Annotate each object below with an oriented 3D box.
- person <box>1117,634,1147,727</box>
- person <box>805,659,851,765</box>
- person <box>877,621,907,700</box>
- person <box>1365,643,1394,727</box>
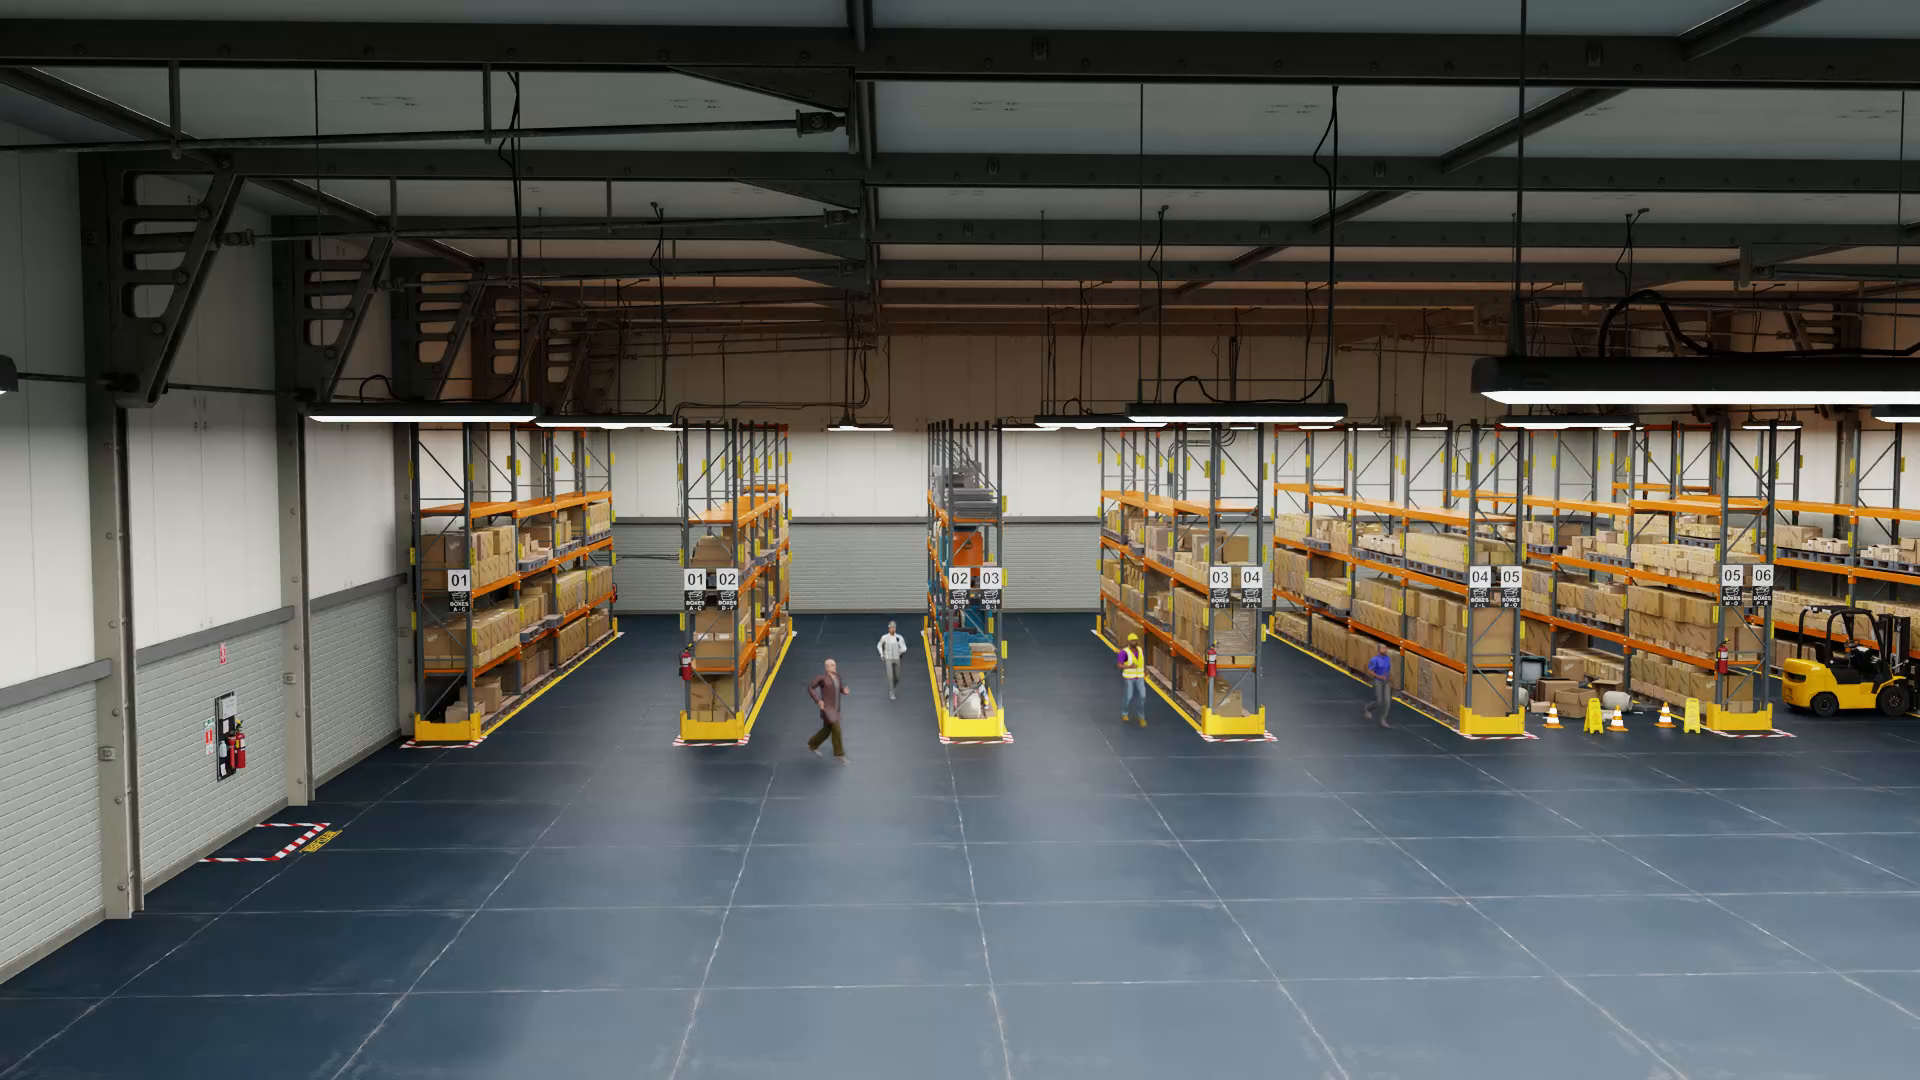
[{"bbox_3d":[3.396,2.751,32.656,0.707,1.842,0.716,-1,4,-20],"label":"person"},{"bbox_3d":[-2.277,2.971,29.001,0.982,1.813,0.681,2,4,28],"label":"person"},{"bbox_3d":[-1.466,2.583,35.961,0.626,1.665,0.804,-1,4,-9],"label":"person"},{"bbox_3d":[8.243,2.830,32.610,0.578,1.607,0.684,-1,4,-21],"label":"person"}]
